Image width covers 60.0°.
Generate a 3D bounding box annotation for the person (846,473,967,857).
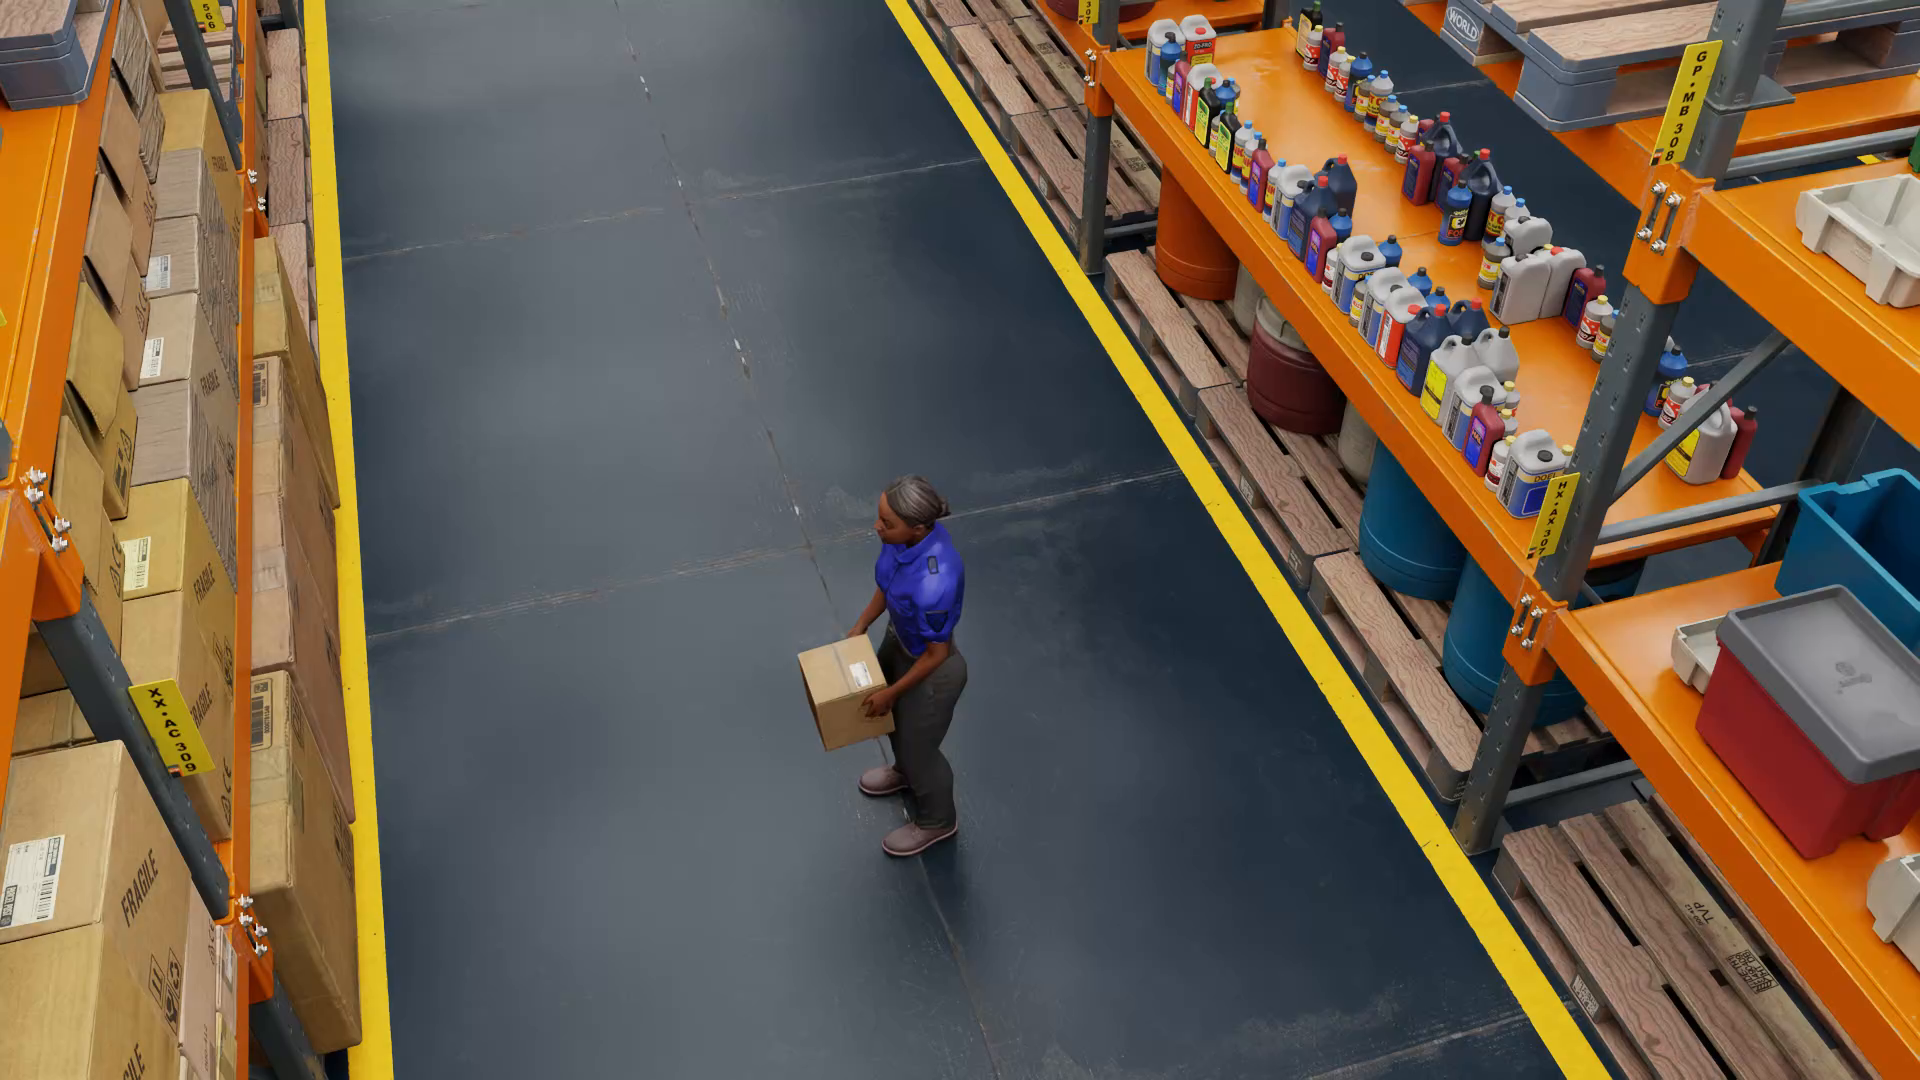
[{"bbox_3d":[-0.186,0.424,5.696,0.391,1.662,0.481,-13,44,-13],"label":"person"}]
